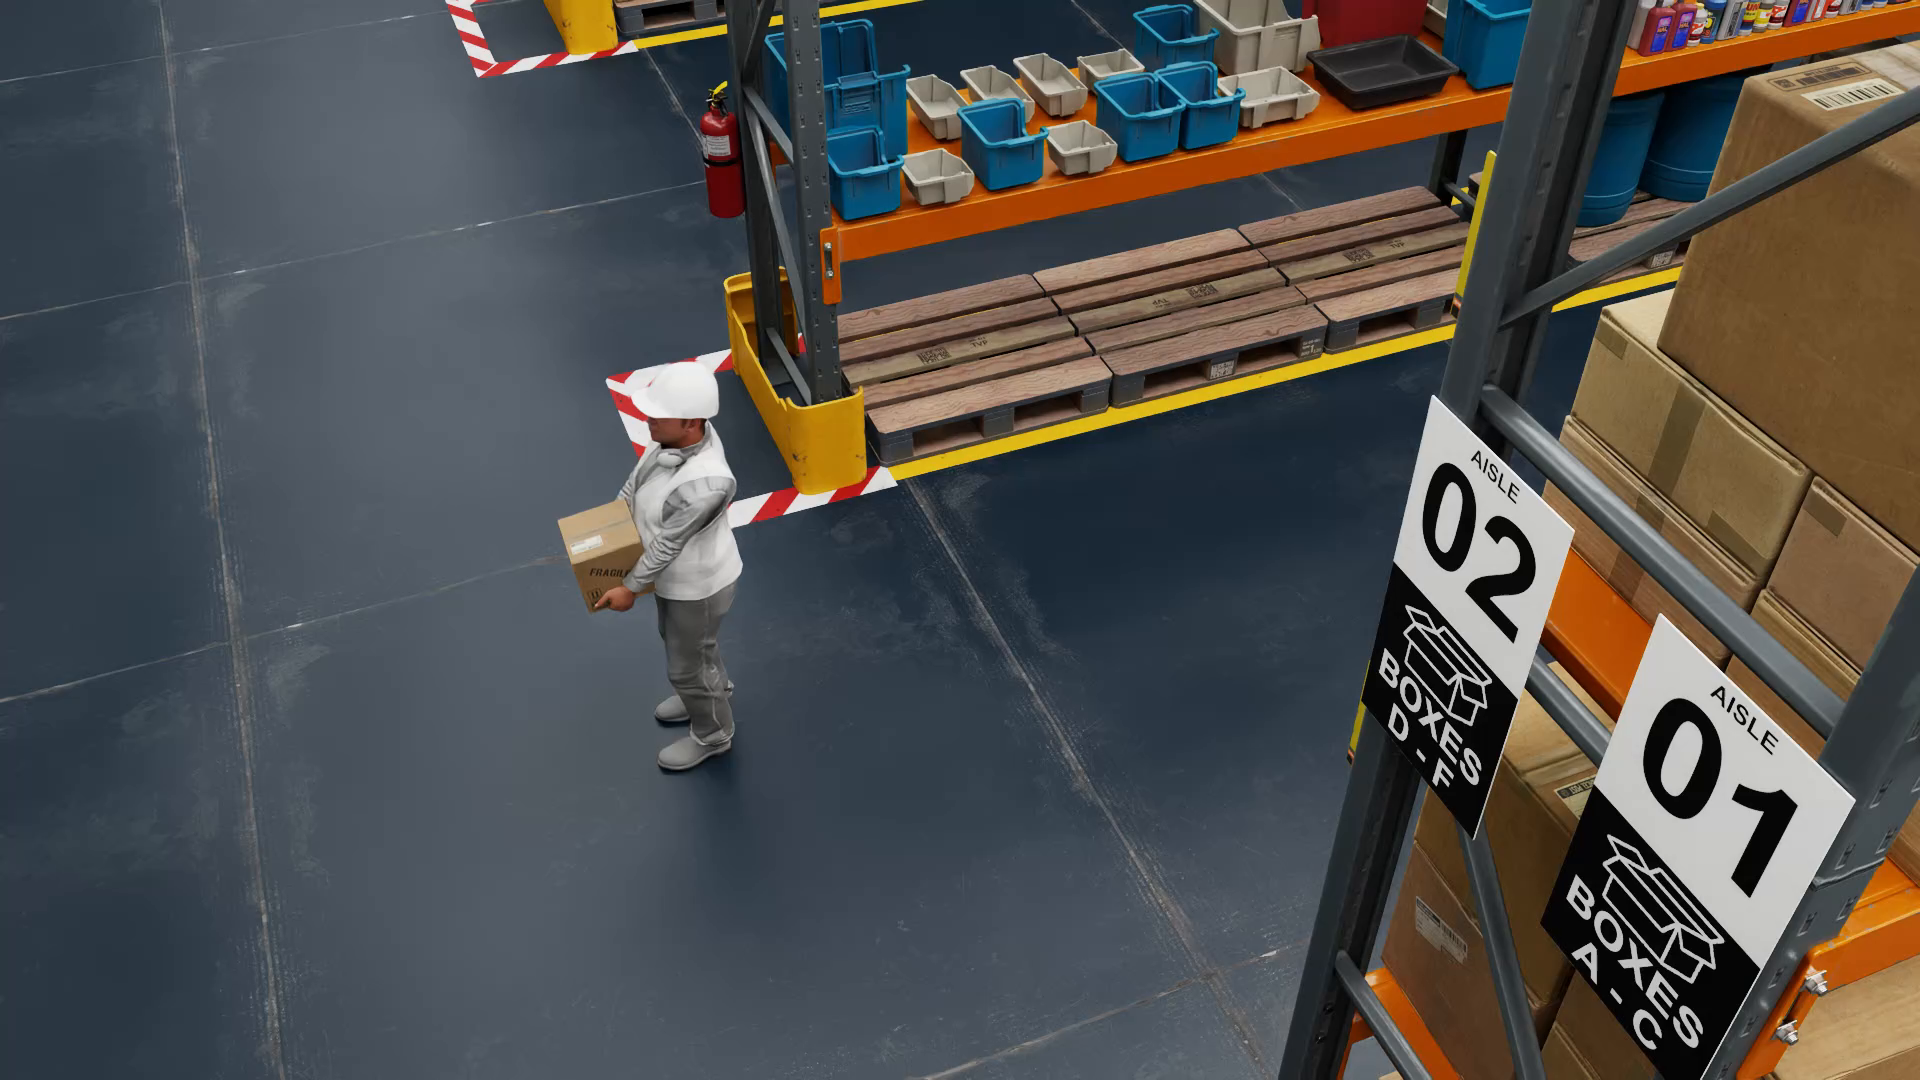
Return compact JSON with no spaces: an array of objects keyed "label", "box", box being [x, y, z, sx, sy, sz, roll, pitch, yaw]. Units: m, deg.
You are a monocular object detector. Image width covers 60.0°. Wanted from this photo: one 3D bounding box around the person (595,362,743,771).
[{"label":"person","box":[-1.064,0.125,6.004,0.549,1.763,0.494,-14,43,-16]}]
